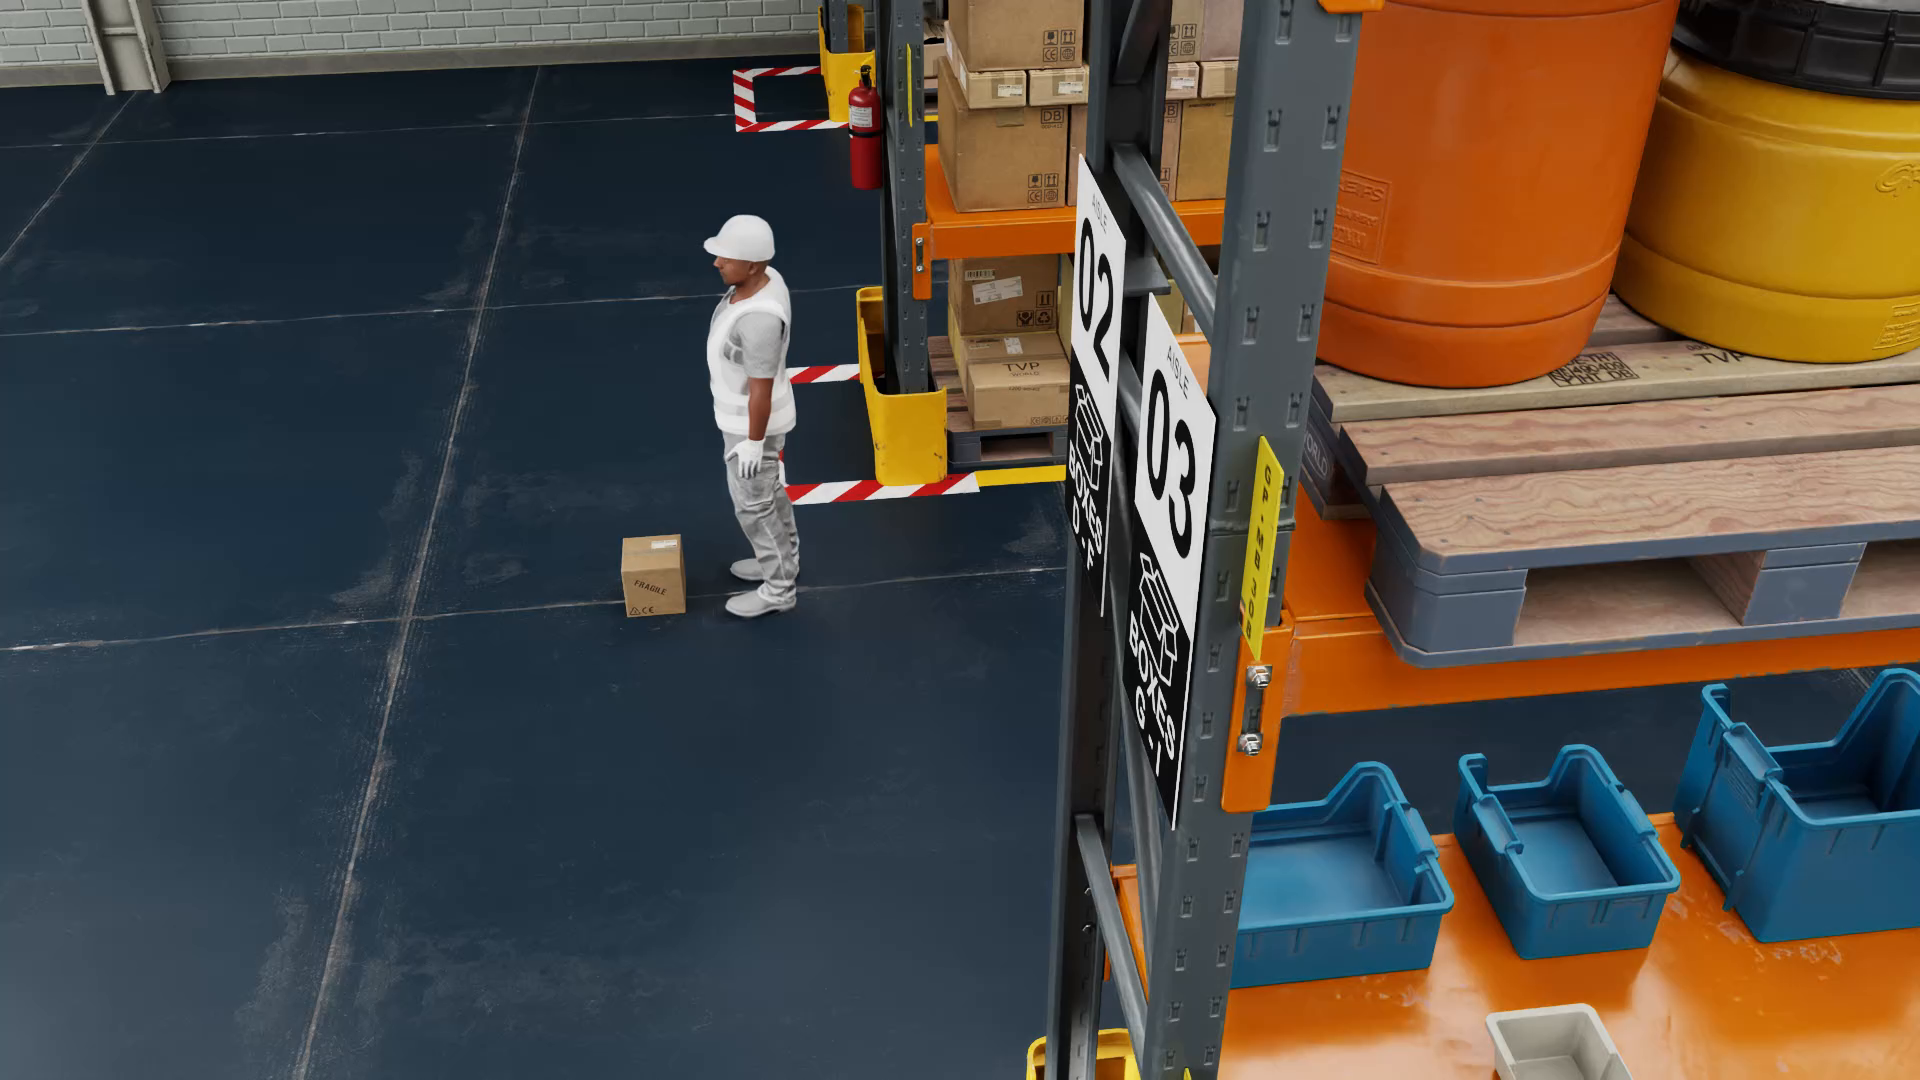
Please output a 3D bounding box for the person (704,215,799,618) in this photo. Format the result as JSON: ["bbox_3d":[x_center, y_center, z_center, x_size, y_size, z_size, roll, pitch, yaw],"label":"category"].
[{"bbox_3d":[-0.851,-0.503,6.861,0.366,1.779,0.546,-4,35,-5],"label":"person"}]
